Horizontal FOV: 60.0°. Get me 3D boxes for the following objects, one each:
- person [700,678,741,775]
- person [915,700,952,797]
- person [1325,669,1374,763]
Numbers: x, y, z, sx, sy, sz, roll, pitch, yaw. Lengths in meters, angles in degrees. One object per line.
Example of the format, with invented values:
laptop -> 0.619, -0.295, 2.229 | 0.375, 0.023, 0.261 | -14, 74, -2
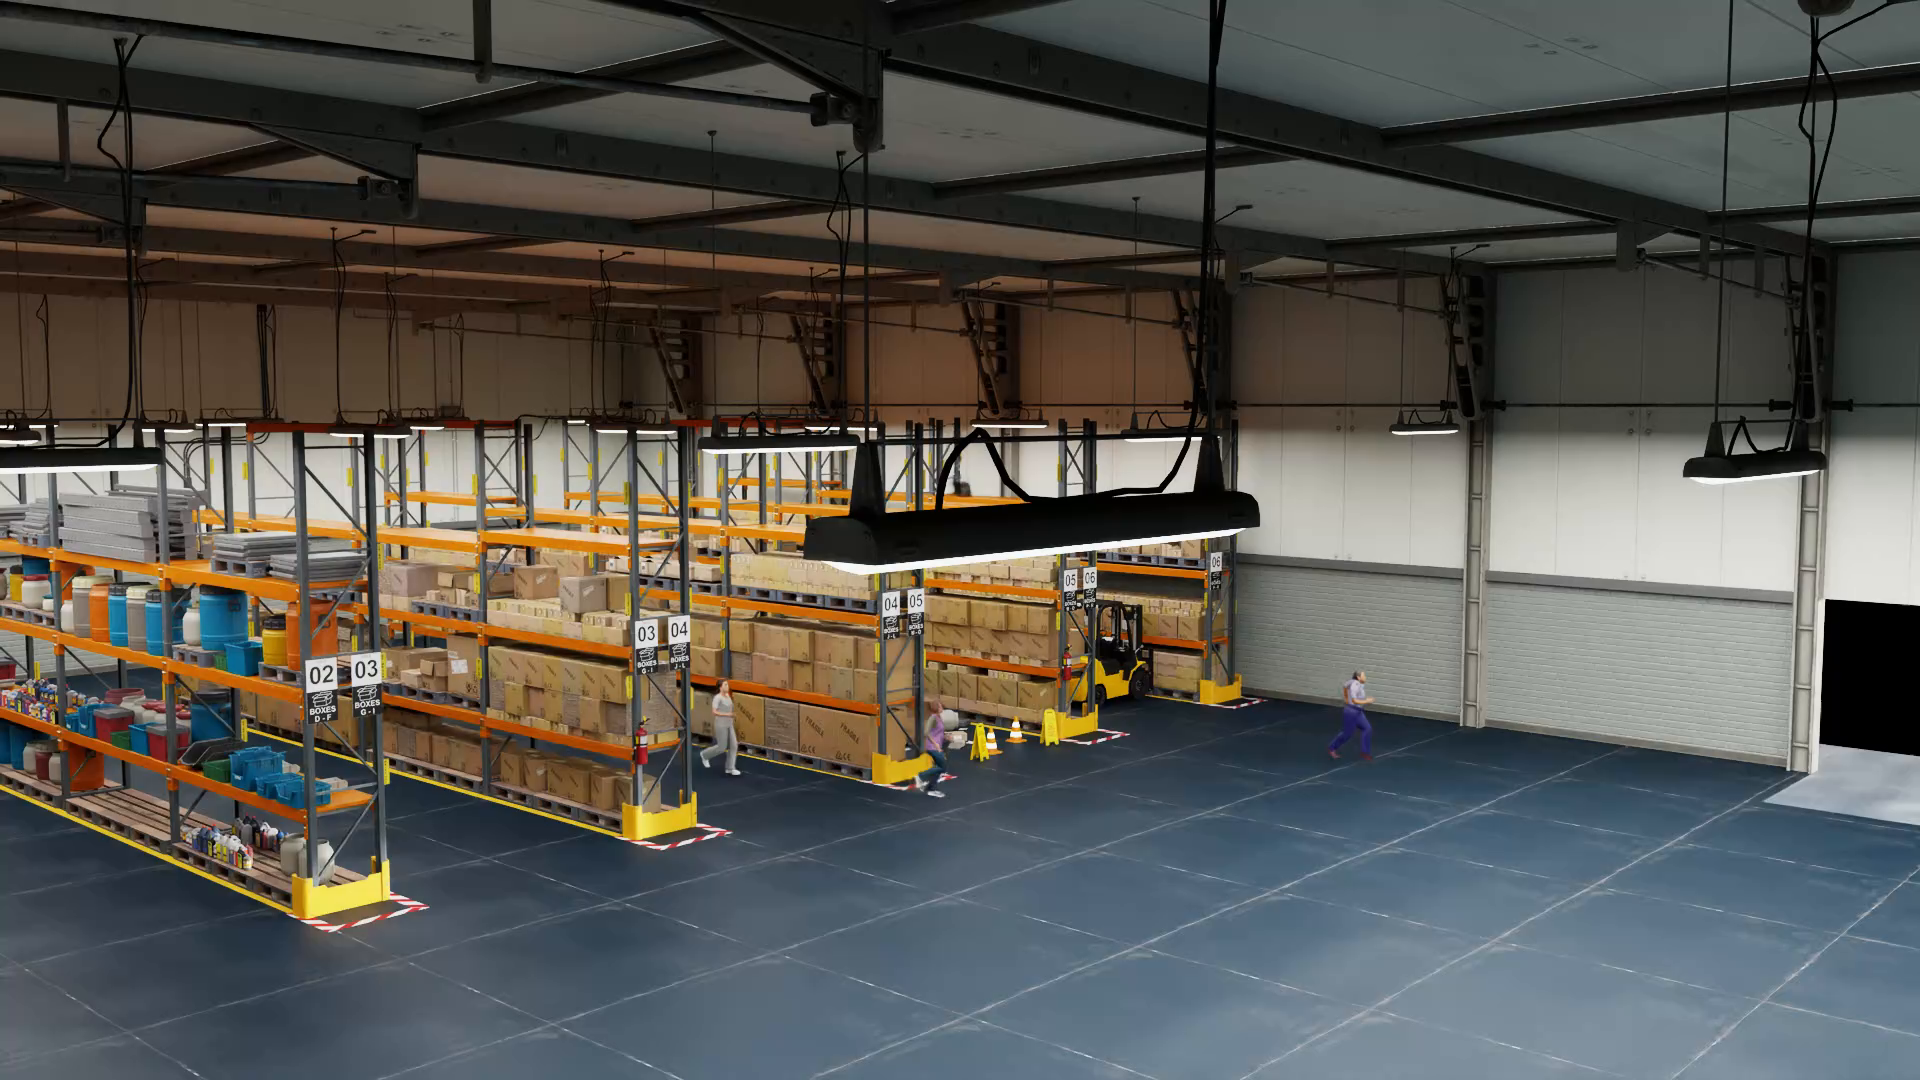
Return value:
person -> -4.083, 3.178, 28.459 | 0.794, 1.641, 0.577 | 2, 5, 26
person -> -0.418, 3.365, 26.876 | 0.571, 1.570, 0.530 | 1, 5, 7
person -> 6.910, 3.126, 29.447 | 0.855, 1.682, 0.627 | 2, 5, 19
